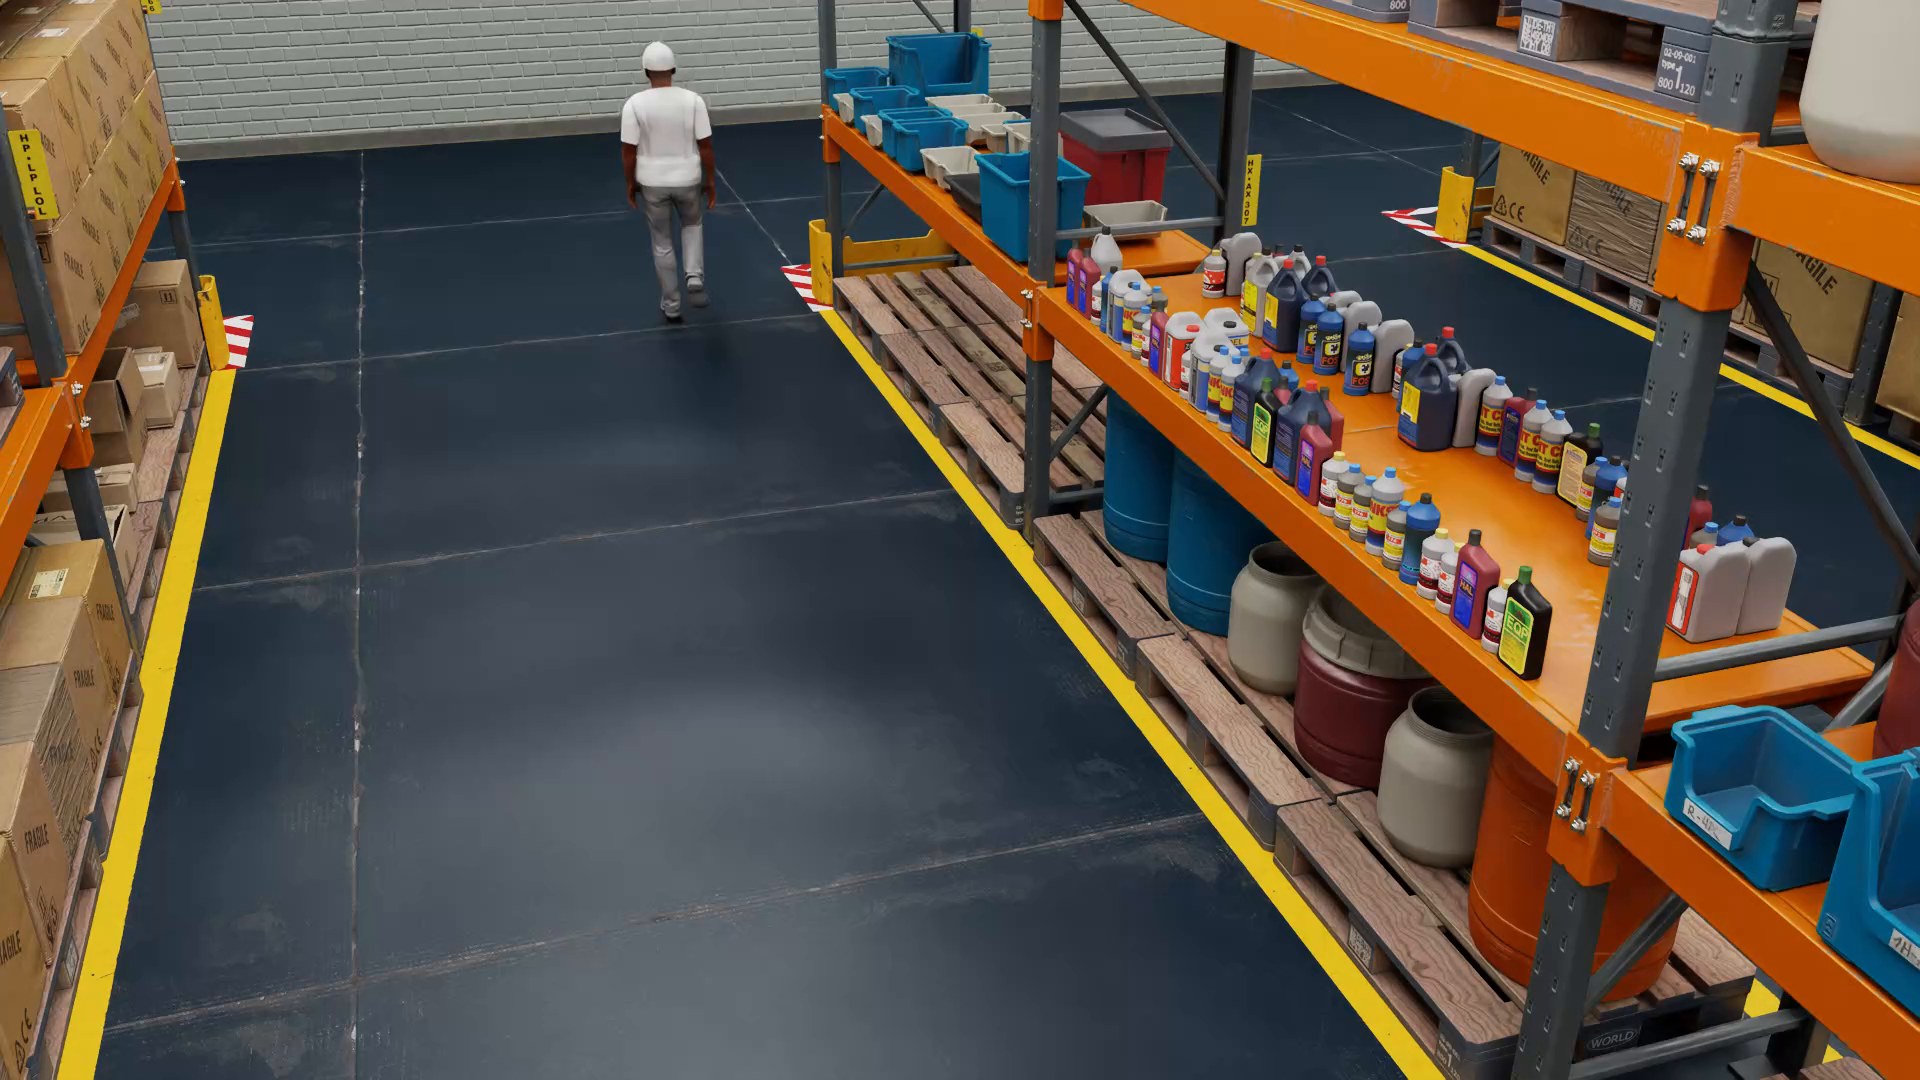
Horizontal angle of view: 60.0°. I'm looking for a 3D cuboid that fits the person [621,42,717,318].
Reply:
[{"bbox_3d":[-1.883,-2.320,10.747,0.578,1.761,0.488,-8,27,-16],"label":"person"}]
